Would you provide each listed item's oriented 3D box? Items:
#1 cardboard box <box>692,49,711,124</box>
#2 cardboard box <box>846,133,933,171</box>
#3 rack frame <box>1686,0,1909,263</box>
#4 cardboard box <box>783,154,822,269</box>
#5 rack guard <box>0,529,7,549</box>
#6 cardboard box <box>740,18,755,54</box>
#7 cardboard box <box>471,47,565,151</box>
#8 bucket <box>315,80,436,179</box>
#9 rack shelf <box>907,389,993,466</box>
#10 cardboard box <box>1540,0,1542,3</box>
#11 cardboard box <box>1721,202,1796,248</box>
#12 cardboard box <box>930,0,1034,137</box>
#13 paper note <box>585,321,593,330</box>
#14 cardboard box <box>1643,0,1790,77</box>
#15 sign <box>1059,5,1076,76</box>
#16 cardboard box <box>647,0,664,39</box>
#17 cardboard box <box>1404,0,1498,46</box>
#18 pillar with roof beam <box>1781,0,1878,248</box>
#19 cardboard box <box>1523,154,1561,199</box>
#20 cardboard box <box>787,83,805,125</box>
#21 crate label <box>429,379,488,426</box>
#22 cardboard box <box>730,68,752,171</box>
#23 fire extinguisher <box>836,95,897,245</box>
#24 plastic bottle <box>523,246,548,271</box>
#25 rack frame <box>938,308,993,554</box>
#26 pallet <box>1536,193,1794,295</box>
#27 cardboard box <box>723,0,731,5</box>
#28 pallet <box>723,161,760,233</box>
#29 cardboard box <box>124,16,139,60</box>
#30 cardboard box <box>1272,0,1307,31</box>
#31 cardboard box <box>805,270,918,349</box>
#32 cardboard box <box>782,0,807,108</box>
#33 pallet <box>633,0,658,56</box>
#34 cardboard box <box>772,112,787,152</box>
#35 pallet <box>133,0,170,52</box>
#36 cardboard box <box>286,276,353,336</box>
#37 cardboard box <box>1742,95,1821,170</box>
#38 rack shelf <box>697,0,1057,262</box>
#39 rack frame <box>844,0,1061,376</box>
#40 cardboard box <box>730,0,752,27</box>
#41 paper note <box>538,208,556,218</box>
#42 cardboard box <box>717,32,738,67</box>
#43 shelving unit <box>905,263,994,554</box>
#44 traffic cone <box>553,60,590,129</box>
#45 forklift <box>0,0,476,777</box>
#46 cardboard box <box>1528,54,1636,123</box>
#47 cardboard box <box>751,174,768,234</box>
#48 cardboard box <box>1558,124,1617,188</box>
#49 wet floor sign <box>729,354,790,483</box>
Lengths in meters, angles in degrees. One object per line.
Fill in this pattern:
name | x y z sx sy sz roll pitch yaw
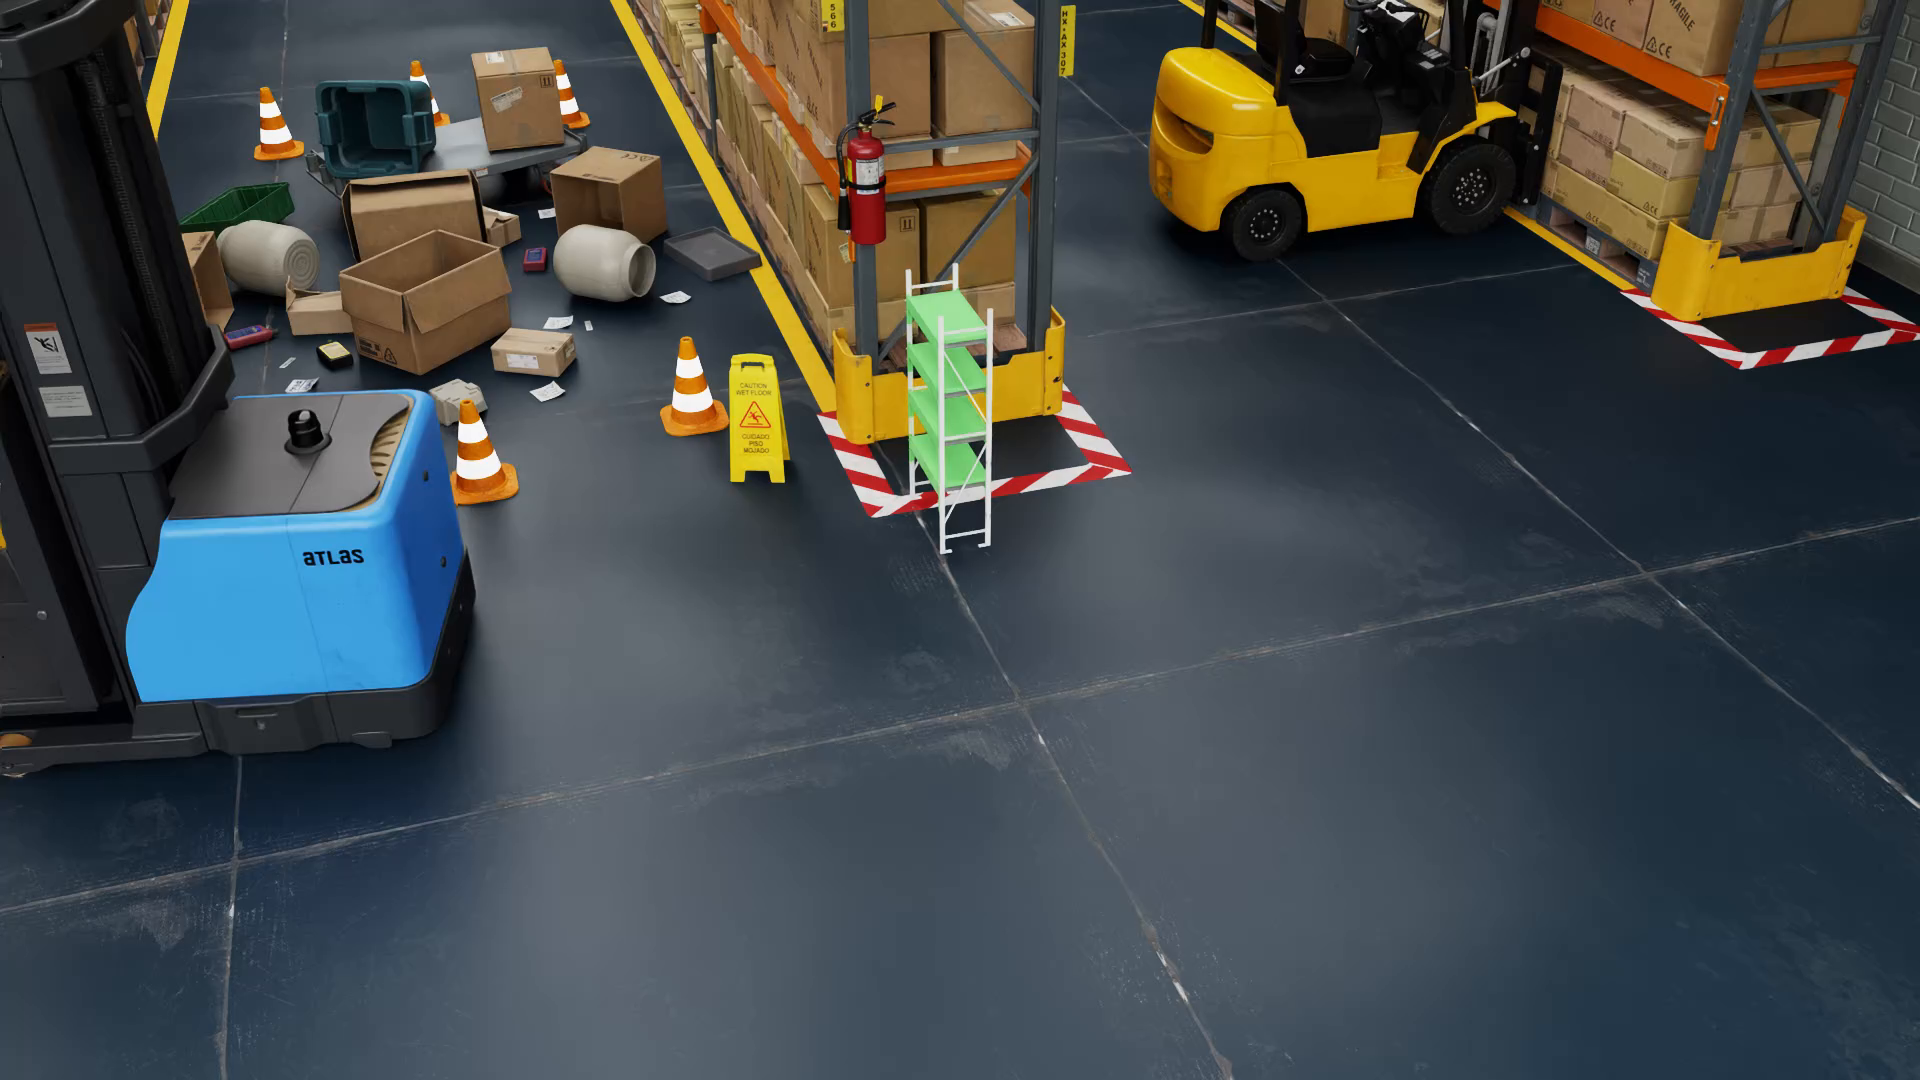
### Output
cardboard box | -1.412 -3.332 12.074 0.950 0.372 0.625 -10 35 -14
cardboard box | -0.347 -1.933 8.183 0.380 0.149 0.250 -9 34 -13
rack frame | 4.696 -2.714 9.137 1.000 3.000 0.127 -10 35 -15
cardboard box | -0.685 -1.869 9.290 0.500 0.500 0.500 -9 34 -13
rack guard | -4.706 0.063 7.201 1.175 0.500 0.348 -10 35 -15
cardboard box | -1.078 -2.980 9.767 0.380 0.149 0.250 -10 35 -15
cardboard box | -2.936 -2.936 11.052 0.500 0.500 0.500 -10 35 -15
bucket | -3.696 -2.677 10.671 0.726 0.611 0.620 1 23 2
rack shelf | -0.050 -0.534 7.586 0.258 0.148 0.480 -10 35 -15
cardboard box | 3.826 -3.775 10.652 0.500 0.500 0.500 -10 35 -14
cardboard box | 4.733 -2.033 10.219 0.500 0.250 0.500 -10 35 -15
cardboard box | 0.090 -2.339 8.208 0.500 0.500 0.500 -11 35 -15
paper note | -2.148 -1.240 9.618 0.032 0.001 0.123 -10 35 -15
cardboard box | 4.296 -2.970 9.434 0.500 0.500 0.500 -11 35 -16
sign | 0.487 -2.330 7.770 0.100 0.325 0.005 -10 35 -15
cardboard box | -2.074 -4.472 13.800 0.950 0.372 0.625 -11 35 -16
cardboard box | 3.471 -3.683 11.809 0.500 0.250 0.500 -10 35 -15
pillar with roof beam | 1.243 -5.010 7.170 9.100 9.000 0.400 -10 35 -15
cardboard box | 3.966 -2.463 10.869 0.500 0.250 0.500 -10 35 -14
cardboard box | -0.695 -2.316 8.762 0.380 0.149 0.250 -9 35 -14
crate label | -2.642 -0.729 8.730 0.298 0.136 0.250 27 42 34
cardboard box | -1.152 -2.684 10.525 0.500 0.500 0.500 -9 34 -13
fire extinguisher | -0.434 -1.708 7.684 0.296 0.674 0.183 -10 35 -15
plastic bottle | -2.642 -1.759 10.356 0.133 0.061 0.283 -4 34 -6
rack frame | 0.024 -0.459 7.357 0.240 1.200 0.015 -10 35 -15
pallet | 4.423 -1.945 10.503 1.003 0.211 1.213 -10 35 -15
cardboard box | -1.333 -3.530 10.599 0.380 0.149 0.250 -9 35 -13
pallet | -1.011 -2.468 11.293 1.003 0.211 1.213 -10 35 -15
cardboard box | -7.053 -4.094 12.885 1.050 0.750 0.750 -10 35 -15
cardboard box | 3.077 -4.680 13.884 0.875 0.625 0.625 -10 35 -15
cardboard box | -0.540 -1.297 9.106 0.500 0.250 0.500 -10 35 -15
cardboard box | -0.606 -2.546 8.521 0.500 0.500 0.500 -10 35 -15
pallet | -2.233 -4.504 14.375 1.003 0.211 1.213 -10 35 -15
cardboard box | -0.851 -2.319 9.383 0.380 0.149 0.250 -9 34 -13
pallet | -7.390 -4.440 14.277 1.003 0.211 1.213 -10 35 -15
cardboard box | -3.655 -1.359 9.566 0.396 0.266 0.258 -4 34 -6
cardboard box | 4.730 -2.444 9.934 0.500 0.250 0.500 -11 35 -15
rack shelf | -0.640 -2.628 9.658 1.077 0.370 4.000 -10 35 -15
rack frame | -0.030 -1.878 7.871 1.000 3.000 0.127 -10 35 -15
cardboard box | -1.065 -3.340 9.724 0.500 0.500 0.500 -10 35 -15
paper note | -2.713 -2.174 11.012 0.148 0.019 0.142 -10 35 -15
cardboard box | -1.346 -3.158 10.654 0.380 0.149 0.250 -10 35 -14
shelving unit | -0.050 -0.587 7.551 0.258 1.200 0.503 -10 35 -15
traffic cone | -2.961 -3.335 12.377 0.336 0.463 0.334 -10 35 -15
forklift | -3.580 -0.611 6.016 3.031 2.935 1.130 -3 34 -4
cardboard box | 3.934 -2.879 10.593 0.500 0.250 0.500 -10 35 -14
cardboard box | -0.989 -2.094 10.312 0.500 0.250 0.500 -10 35 -15
cardboard box | 4.108 -2.419 10.350 0.500 0.250 0.500 -10 35 -15
wet floor sign | -0.991 -0.616 8.097 0.267 0.644 0.232 1 33 2
